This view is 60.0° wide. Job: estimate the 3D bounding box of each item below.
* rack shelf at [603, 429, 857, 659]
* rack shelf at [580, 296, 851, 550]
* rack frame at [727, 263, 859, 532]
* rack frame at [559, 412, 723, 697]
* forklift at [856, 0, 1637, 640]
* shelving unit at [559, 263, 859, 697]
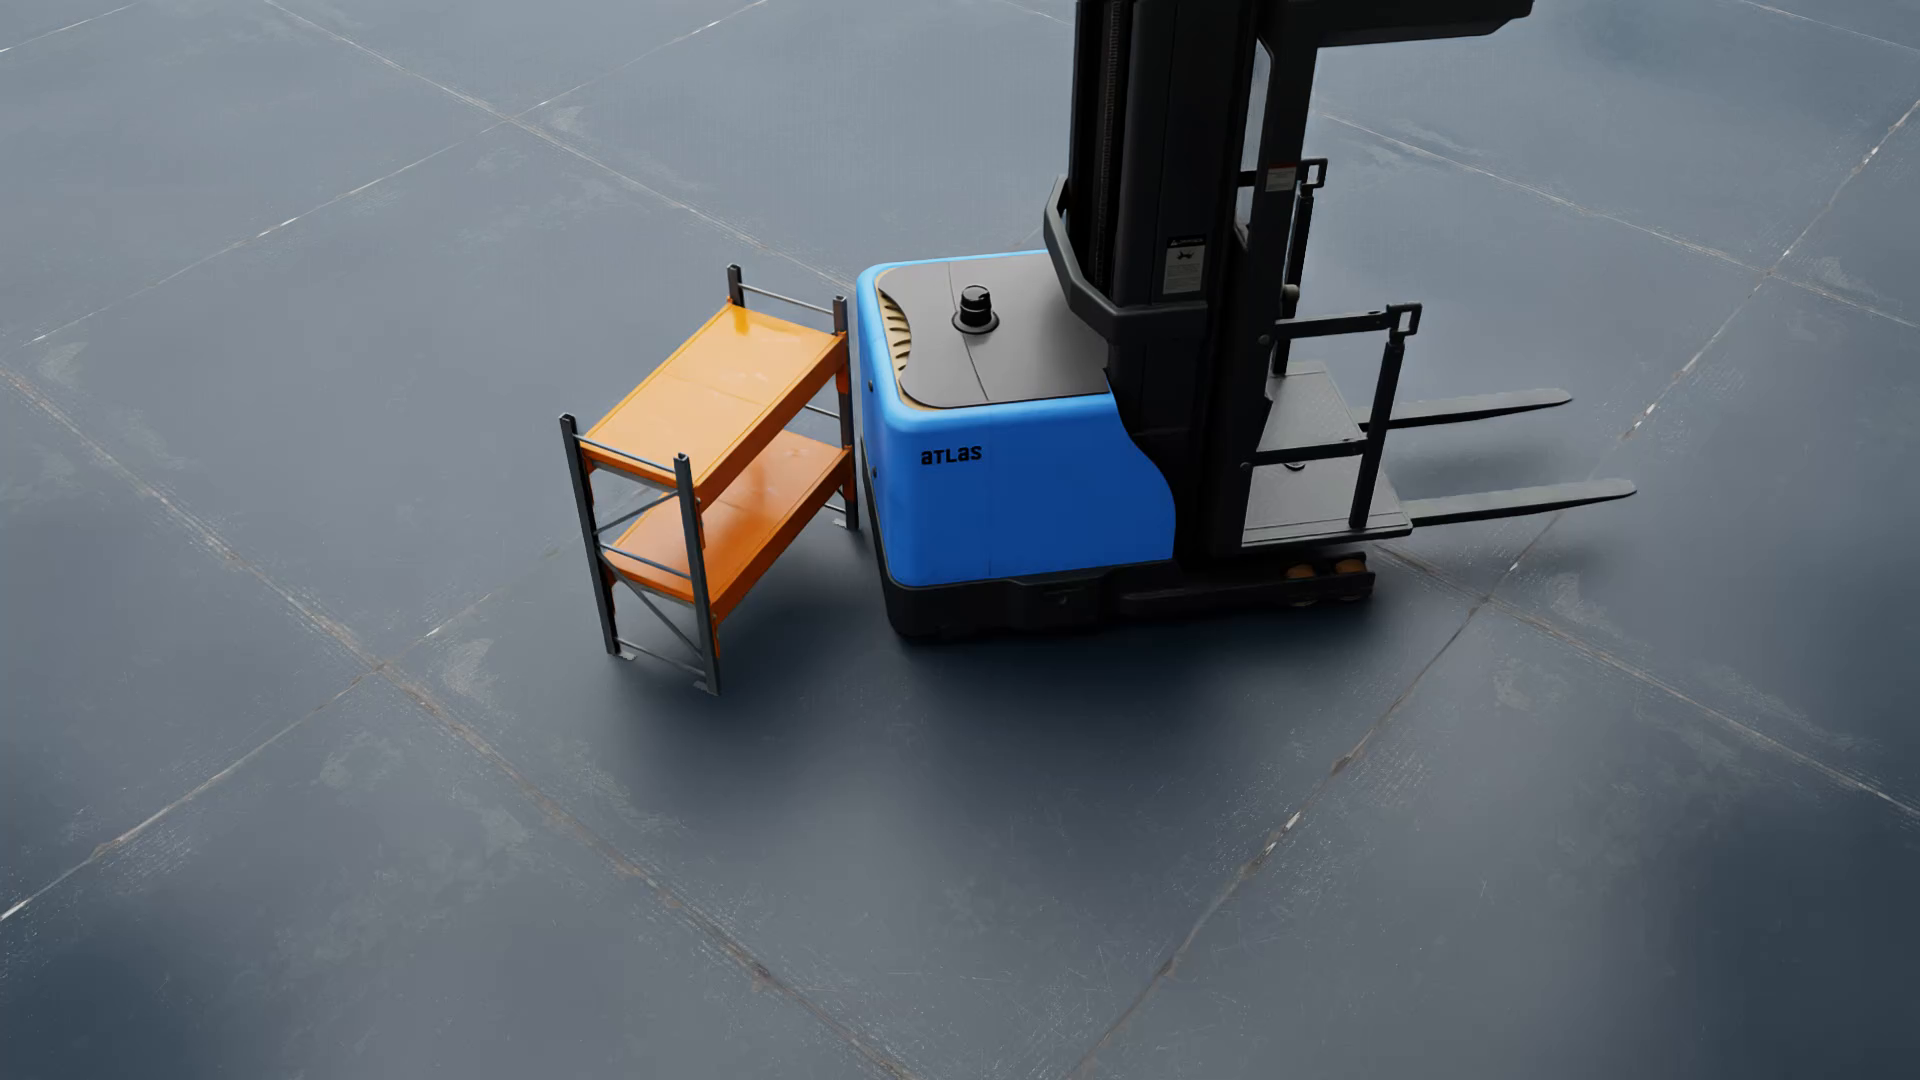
[{"bbox_3d":[-0.873,-0.048,6.330,0.538,0.278,1.000,19,46,20],"label":"rack shelf"},{"bbox_3d":[-0.873,-0.446,5.969,0.538,0.278,1.000,19,46,20],"label":"rack shelf"},{"bbox_3d":[-0.641,-0.533,6.500,0.500,1.125,0.032,19,46,20],"label":"rack frame"},{"bbox_3d":[-1.105,0.075,5.831,0.500,1.125,0.032,19,46,20],"label":"rack frame"},{"bbox_3d":[1.157,-1.172,5.861,3.031,2.935,1.130,-6,43,-7],"label":"forklift"},{"bbox_3d":[-0.873,-0.229,6.166,0.538,1.125,1.048,19,46,20],"label":"shelving unit"}]
